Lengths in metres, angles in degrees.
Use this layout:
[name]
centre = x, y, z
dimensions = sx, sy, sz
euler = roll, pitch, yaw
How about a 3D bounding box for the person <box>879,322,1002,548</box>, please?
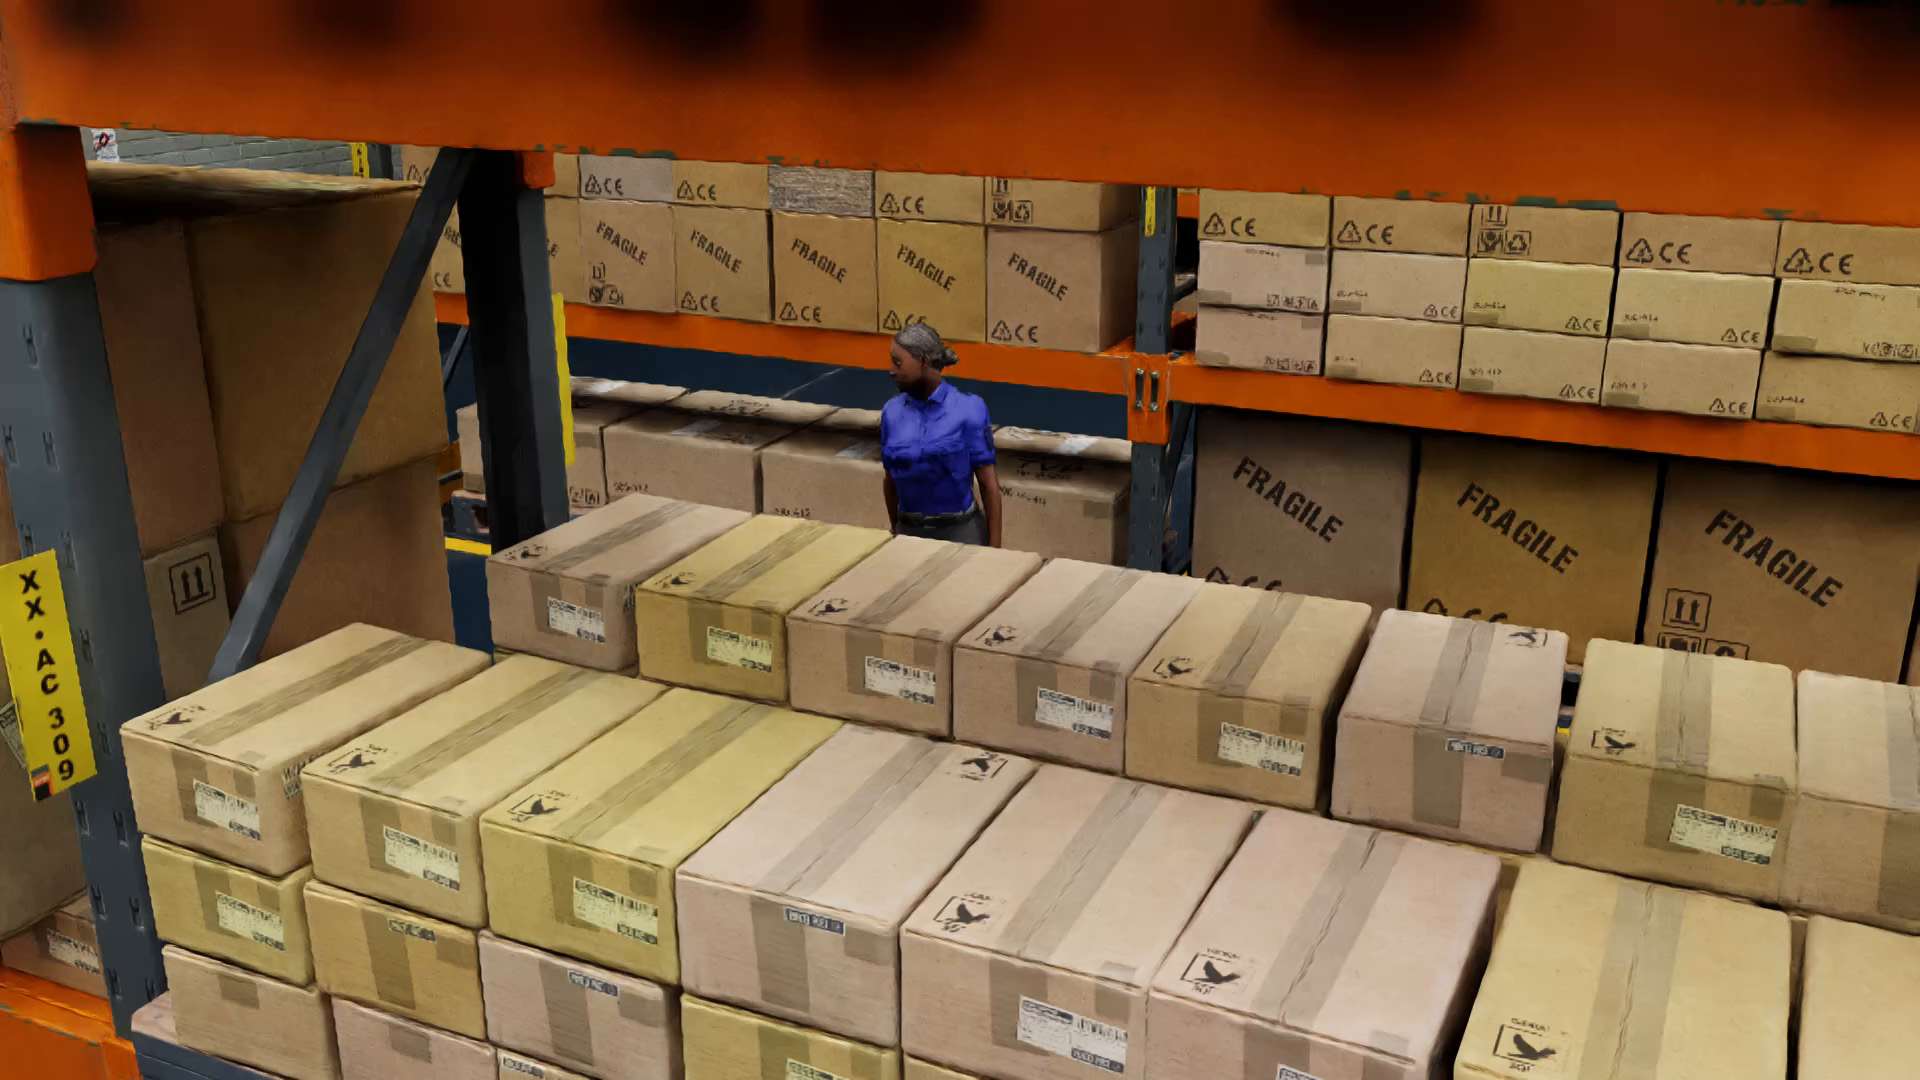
[person]
centre = -0.047, 0.020, 6.071
dimensions = 0.550, 1.619, 0.542
euler = 5, 20, 14
